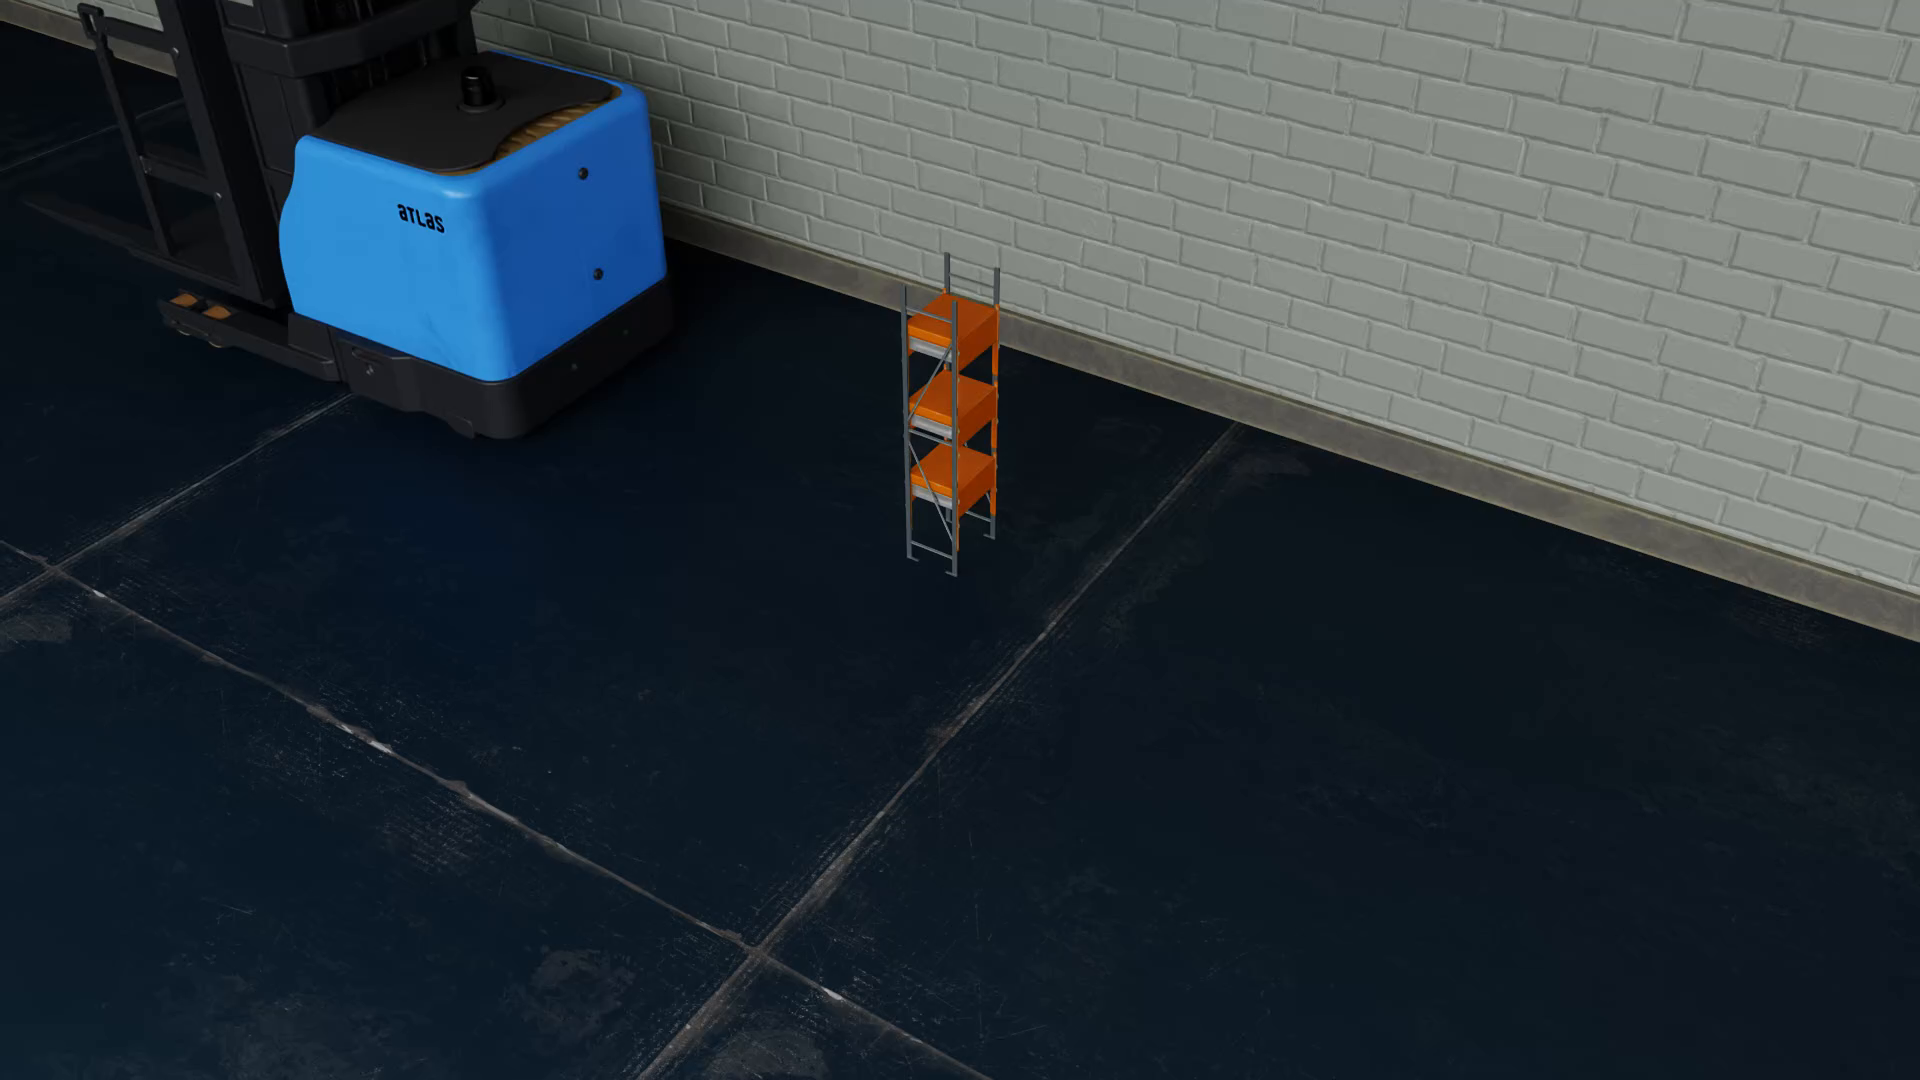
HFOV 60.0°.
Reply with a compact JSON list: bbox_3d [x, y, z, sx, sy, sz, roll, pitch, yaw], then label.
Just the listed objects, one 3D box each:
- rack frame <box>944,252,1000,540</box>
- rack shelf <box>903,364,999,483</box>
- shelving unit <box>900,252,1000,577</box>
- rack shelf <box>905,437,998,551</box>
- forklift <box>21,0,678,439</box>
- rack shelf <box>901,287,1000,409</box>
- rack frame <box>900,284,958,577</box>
[{"bbox_3d":[0.037,-0.451,5.475,0.200,1.050,0.008,21,42,25],"label":"rack frame"},{"bbox_3d":[-0.029,-0.380,5.400,0.215,0.259,0.240,21,42,25],"label":"rack shelf"},{"bbox_3d":[-0.029,-0.388,5.394,0.215,1.050,0.252,21,42,25],"label":"shelving unit"},{"bbox_3d":[-0.029,-0.160,5.570,0.215,0.259,0.240,21,42,25],"label":"rack shelf"},{"bbox_3d":[-2.679,-2.198,6.200,3.031,2.935,1.130,20,42,24],"label":"forklift"},{"bbox_3d":[-0.029,-0.605,5.227,0.215,0.259,0.240,21,42,25],"label":"rack shelf"},{"bbox_3d":[-0.094,-0.325,5.312,0.200,1.050,0.008,21,42,25],"label":"rack frame"}]
